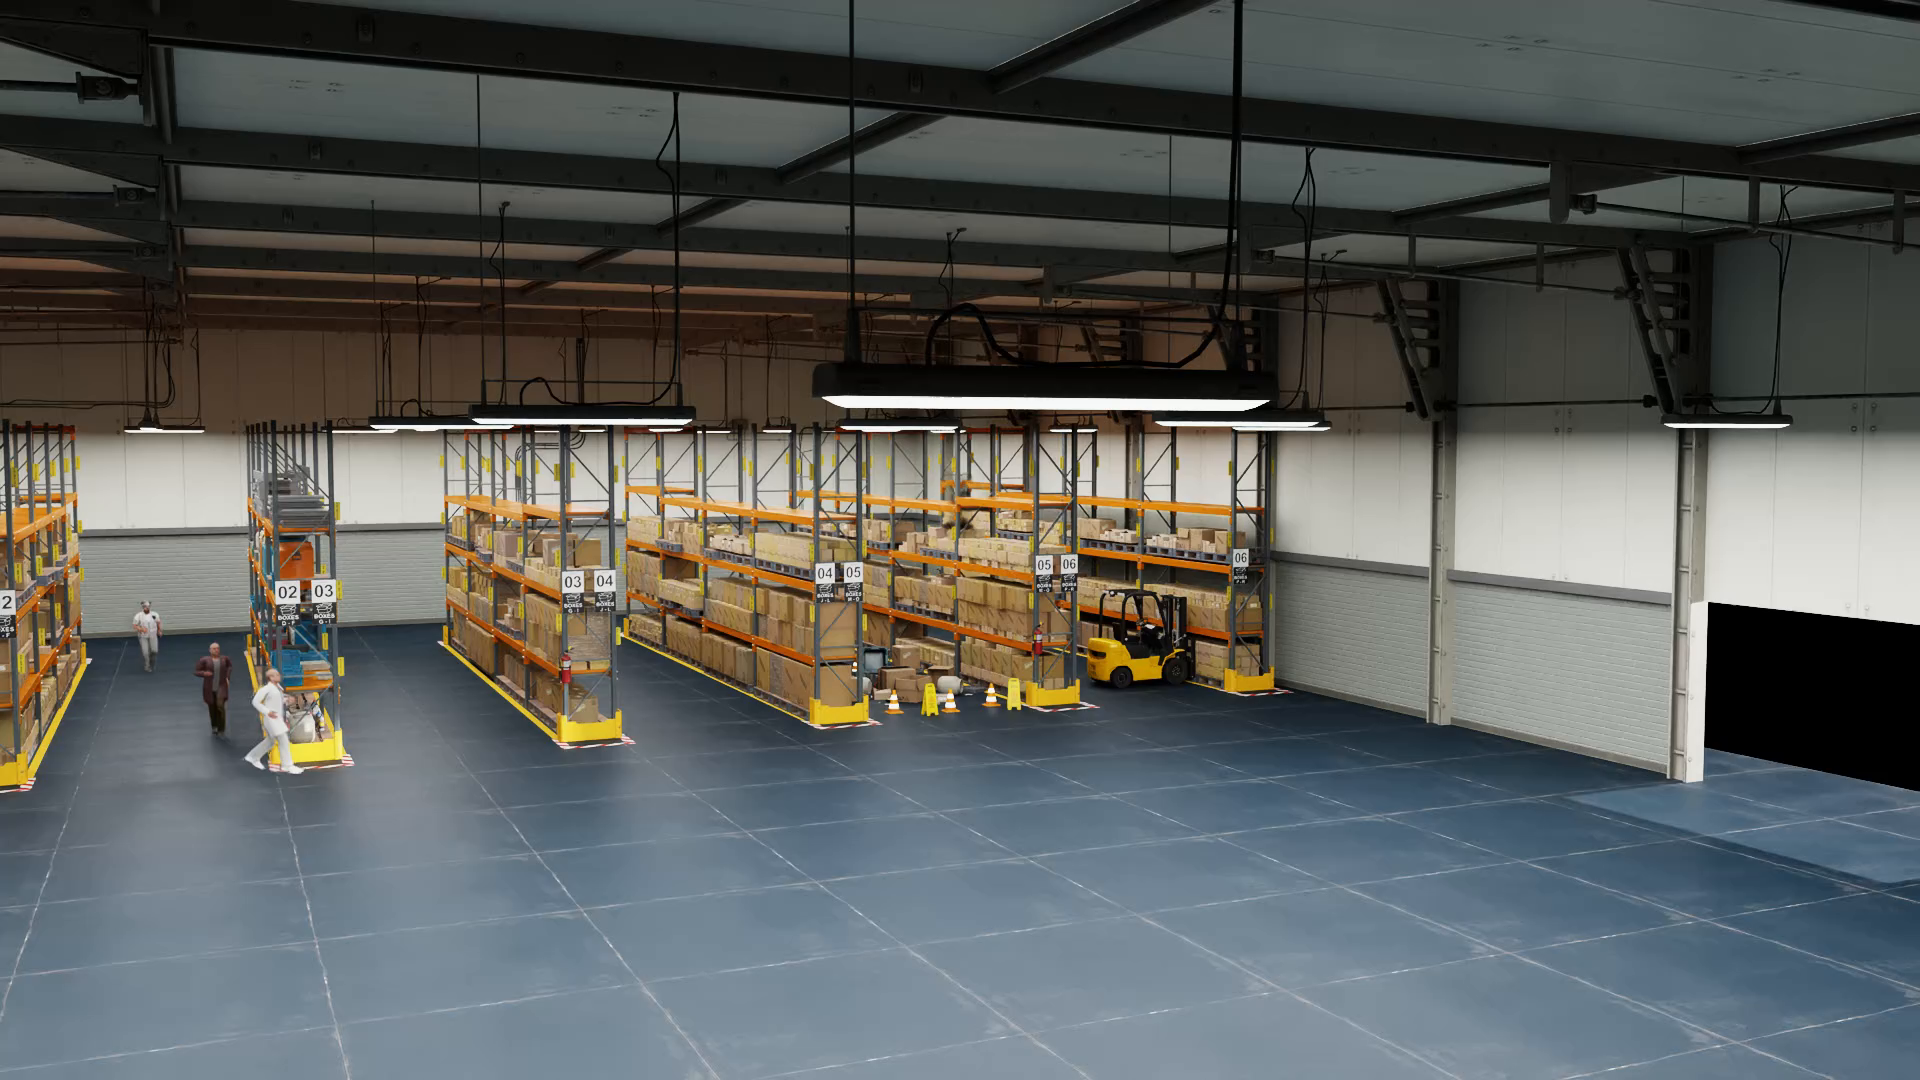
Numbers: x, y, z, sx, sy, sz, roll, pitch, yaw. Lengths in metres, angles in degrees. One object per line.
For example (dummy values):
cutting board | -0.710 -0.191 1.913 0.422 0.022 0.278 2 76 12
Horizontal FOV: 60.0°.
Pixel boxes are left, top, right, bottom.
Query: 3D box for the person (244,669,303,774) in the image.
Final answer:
person | -11.647 3.099 28.114 0.971 1.754 0.717 -1 4 -9

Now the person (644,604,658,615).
person | -9.083 1.840 49.123 0.488 1.637 0.681 0 4 3

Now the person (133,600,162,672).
person | -19.712 2.331 40.390 0.657 1.743 0.590 -3 4 -35

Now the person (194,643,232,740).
person | -14.175 2.873 31.587 0.668 1.855 0.861 -2 4 -27
